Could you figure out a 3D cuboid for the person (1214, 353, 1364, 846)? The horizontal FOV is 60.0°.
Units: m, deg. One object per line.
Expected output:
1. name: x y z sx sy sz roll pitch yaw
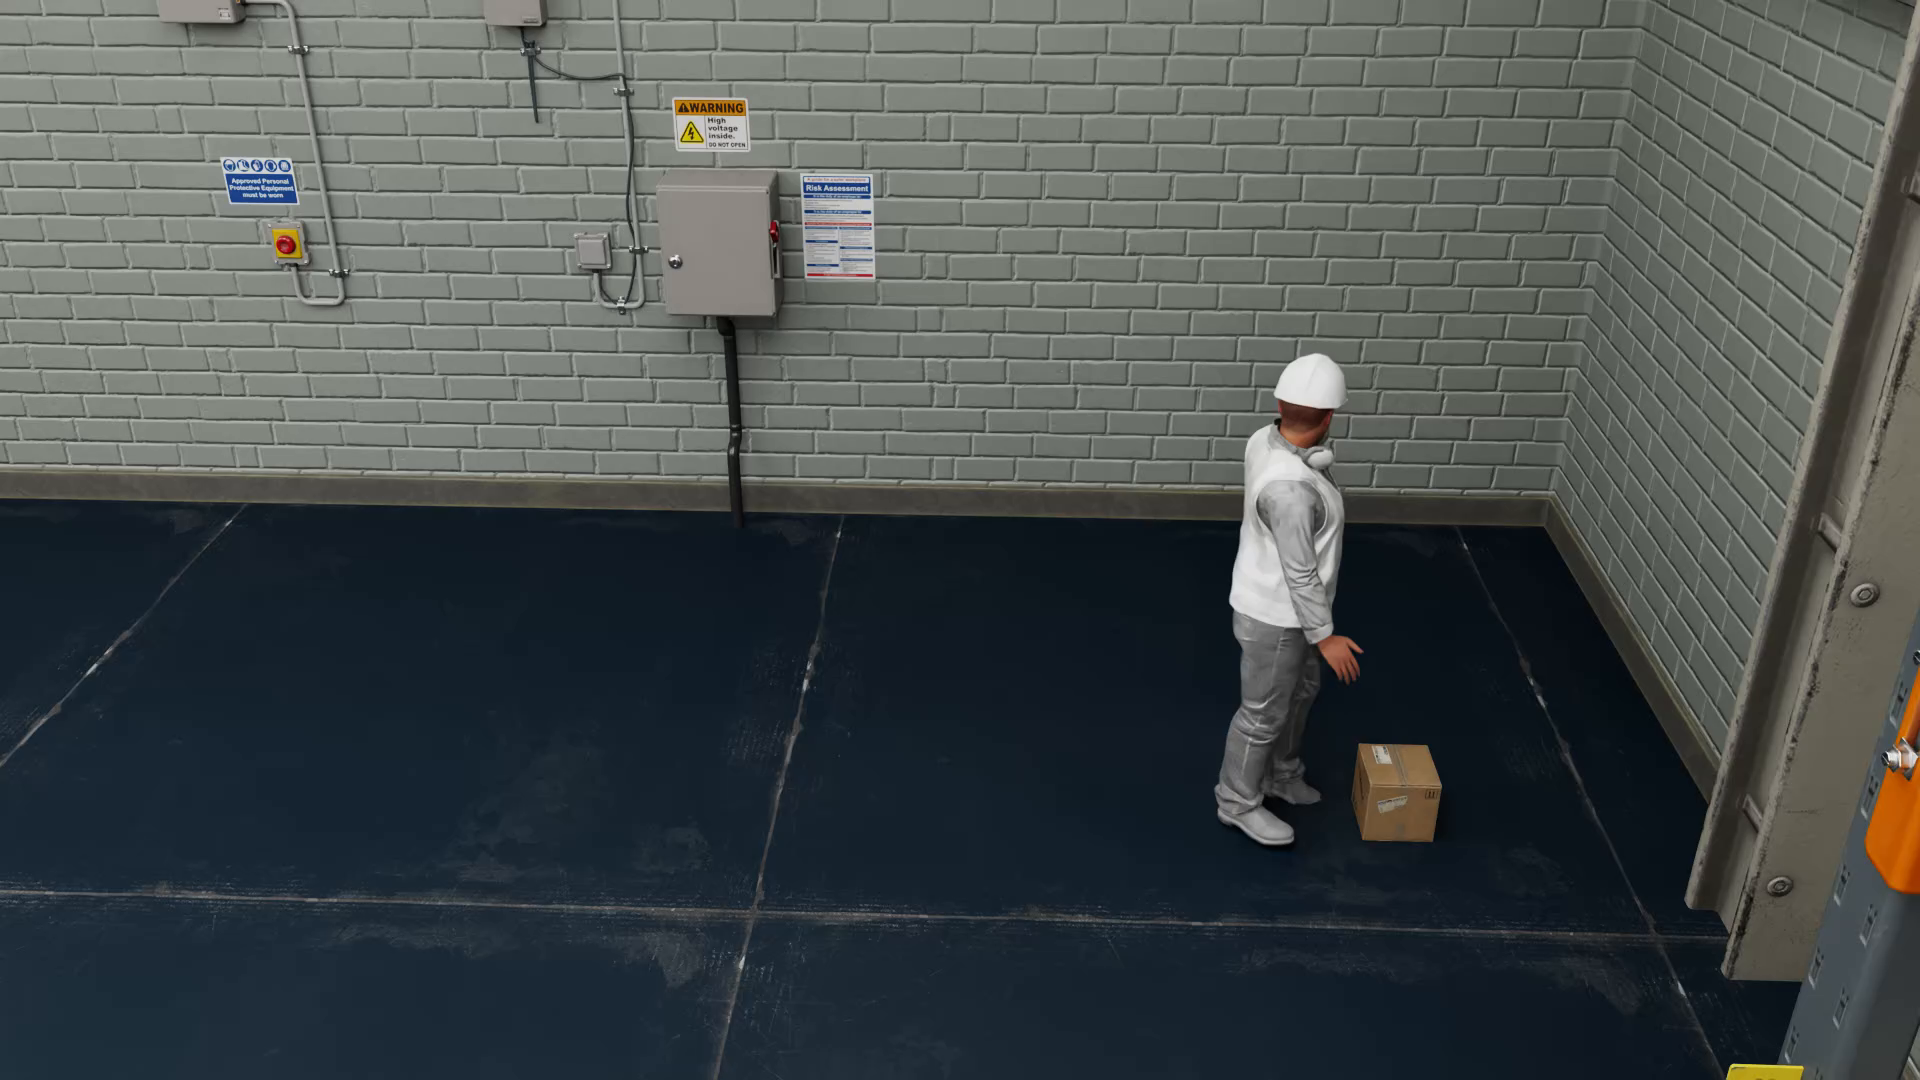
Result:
1. person: 1.137 0.260 5.636 0.457 1.851 0.589 6 28 12
